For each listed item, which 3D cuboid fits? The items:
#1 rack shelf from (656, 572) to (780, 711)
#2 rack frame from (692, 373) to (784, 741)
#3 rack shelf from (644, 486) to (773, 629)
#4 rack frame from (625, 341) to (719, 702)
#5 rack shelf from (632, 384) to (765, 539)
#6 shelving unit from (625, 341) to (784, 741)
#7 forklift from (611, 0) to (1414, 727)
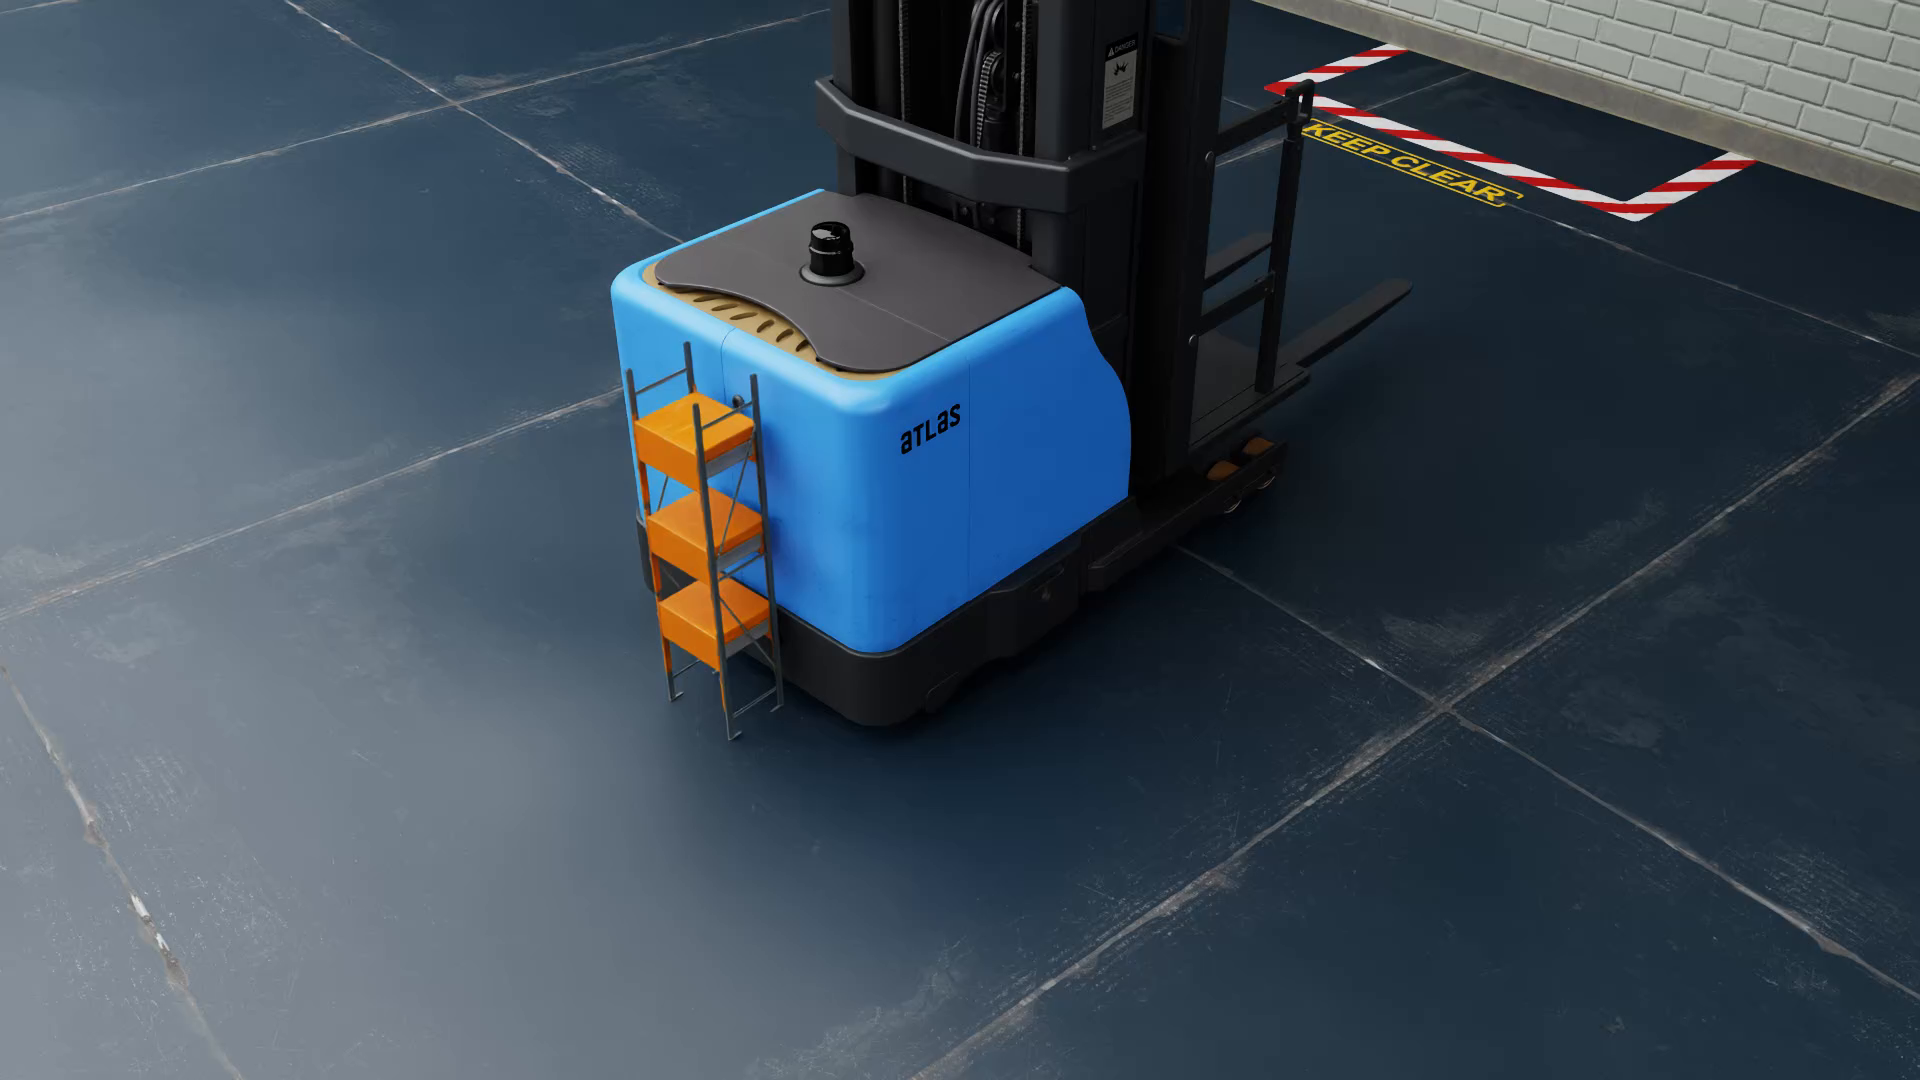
[{"bbox_3d":[-0.647,0.259,4.475,0.240,0.259,0.215,27,44,33],"label":"rack shelf"},{"bbox_3d":[-0.557,0.071,4.241,0.008,1.050,0.200,27,44,33],"label":"rack frame"},{"bbox_3d":[-0.648,0.033,4.314,0.240,0.259,0.215,27,44,33],"label":"rack shelf"},{"bbox_3d":[-0.739,-0.023,4.374,0.008,1.050,0.200,27,44,33],"label":"rack frame"},{"bbox_3d":[-0.648,-0.199,4.149,0.240,0.259,0.215,27,44,33],"label":"rack shelf"},{"bbox_3d":[-0.648,0.024,4.307,0.252,1.050,0.215,27,44,33],"label":"shelving unit"},{"bbox_3d":[0.426,-1.463,4.779,1.130,2.935,3.031,28,44,34],"label":"forklift"}]
